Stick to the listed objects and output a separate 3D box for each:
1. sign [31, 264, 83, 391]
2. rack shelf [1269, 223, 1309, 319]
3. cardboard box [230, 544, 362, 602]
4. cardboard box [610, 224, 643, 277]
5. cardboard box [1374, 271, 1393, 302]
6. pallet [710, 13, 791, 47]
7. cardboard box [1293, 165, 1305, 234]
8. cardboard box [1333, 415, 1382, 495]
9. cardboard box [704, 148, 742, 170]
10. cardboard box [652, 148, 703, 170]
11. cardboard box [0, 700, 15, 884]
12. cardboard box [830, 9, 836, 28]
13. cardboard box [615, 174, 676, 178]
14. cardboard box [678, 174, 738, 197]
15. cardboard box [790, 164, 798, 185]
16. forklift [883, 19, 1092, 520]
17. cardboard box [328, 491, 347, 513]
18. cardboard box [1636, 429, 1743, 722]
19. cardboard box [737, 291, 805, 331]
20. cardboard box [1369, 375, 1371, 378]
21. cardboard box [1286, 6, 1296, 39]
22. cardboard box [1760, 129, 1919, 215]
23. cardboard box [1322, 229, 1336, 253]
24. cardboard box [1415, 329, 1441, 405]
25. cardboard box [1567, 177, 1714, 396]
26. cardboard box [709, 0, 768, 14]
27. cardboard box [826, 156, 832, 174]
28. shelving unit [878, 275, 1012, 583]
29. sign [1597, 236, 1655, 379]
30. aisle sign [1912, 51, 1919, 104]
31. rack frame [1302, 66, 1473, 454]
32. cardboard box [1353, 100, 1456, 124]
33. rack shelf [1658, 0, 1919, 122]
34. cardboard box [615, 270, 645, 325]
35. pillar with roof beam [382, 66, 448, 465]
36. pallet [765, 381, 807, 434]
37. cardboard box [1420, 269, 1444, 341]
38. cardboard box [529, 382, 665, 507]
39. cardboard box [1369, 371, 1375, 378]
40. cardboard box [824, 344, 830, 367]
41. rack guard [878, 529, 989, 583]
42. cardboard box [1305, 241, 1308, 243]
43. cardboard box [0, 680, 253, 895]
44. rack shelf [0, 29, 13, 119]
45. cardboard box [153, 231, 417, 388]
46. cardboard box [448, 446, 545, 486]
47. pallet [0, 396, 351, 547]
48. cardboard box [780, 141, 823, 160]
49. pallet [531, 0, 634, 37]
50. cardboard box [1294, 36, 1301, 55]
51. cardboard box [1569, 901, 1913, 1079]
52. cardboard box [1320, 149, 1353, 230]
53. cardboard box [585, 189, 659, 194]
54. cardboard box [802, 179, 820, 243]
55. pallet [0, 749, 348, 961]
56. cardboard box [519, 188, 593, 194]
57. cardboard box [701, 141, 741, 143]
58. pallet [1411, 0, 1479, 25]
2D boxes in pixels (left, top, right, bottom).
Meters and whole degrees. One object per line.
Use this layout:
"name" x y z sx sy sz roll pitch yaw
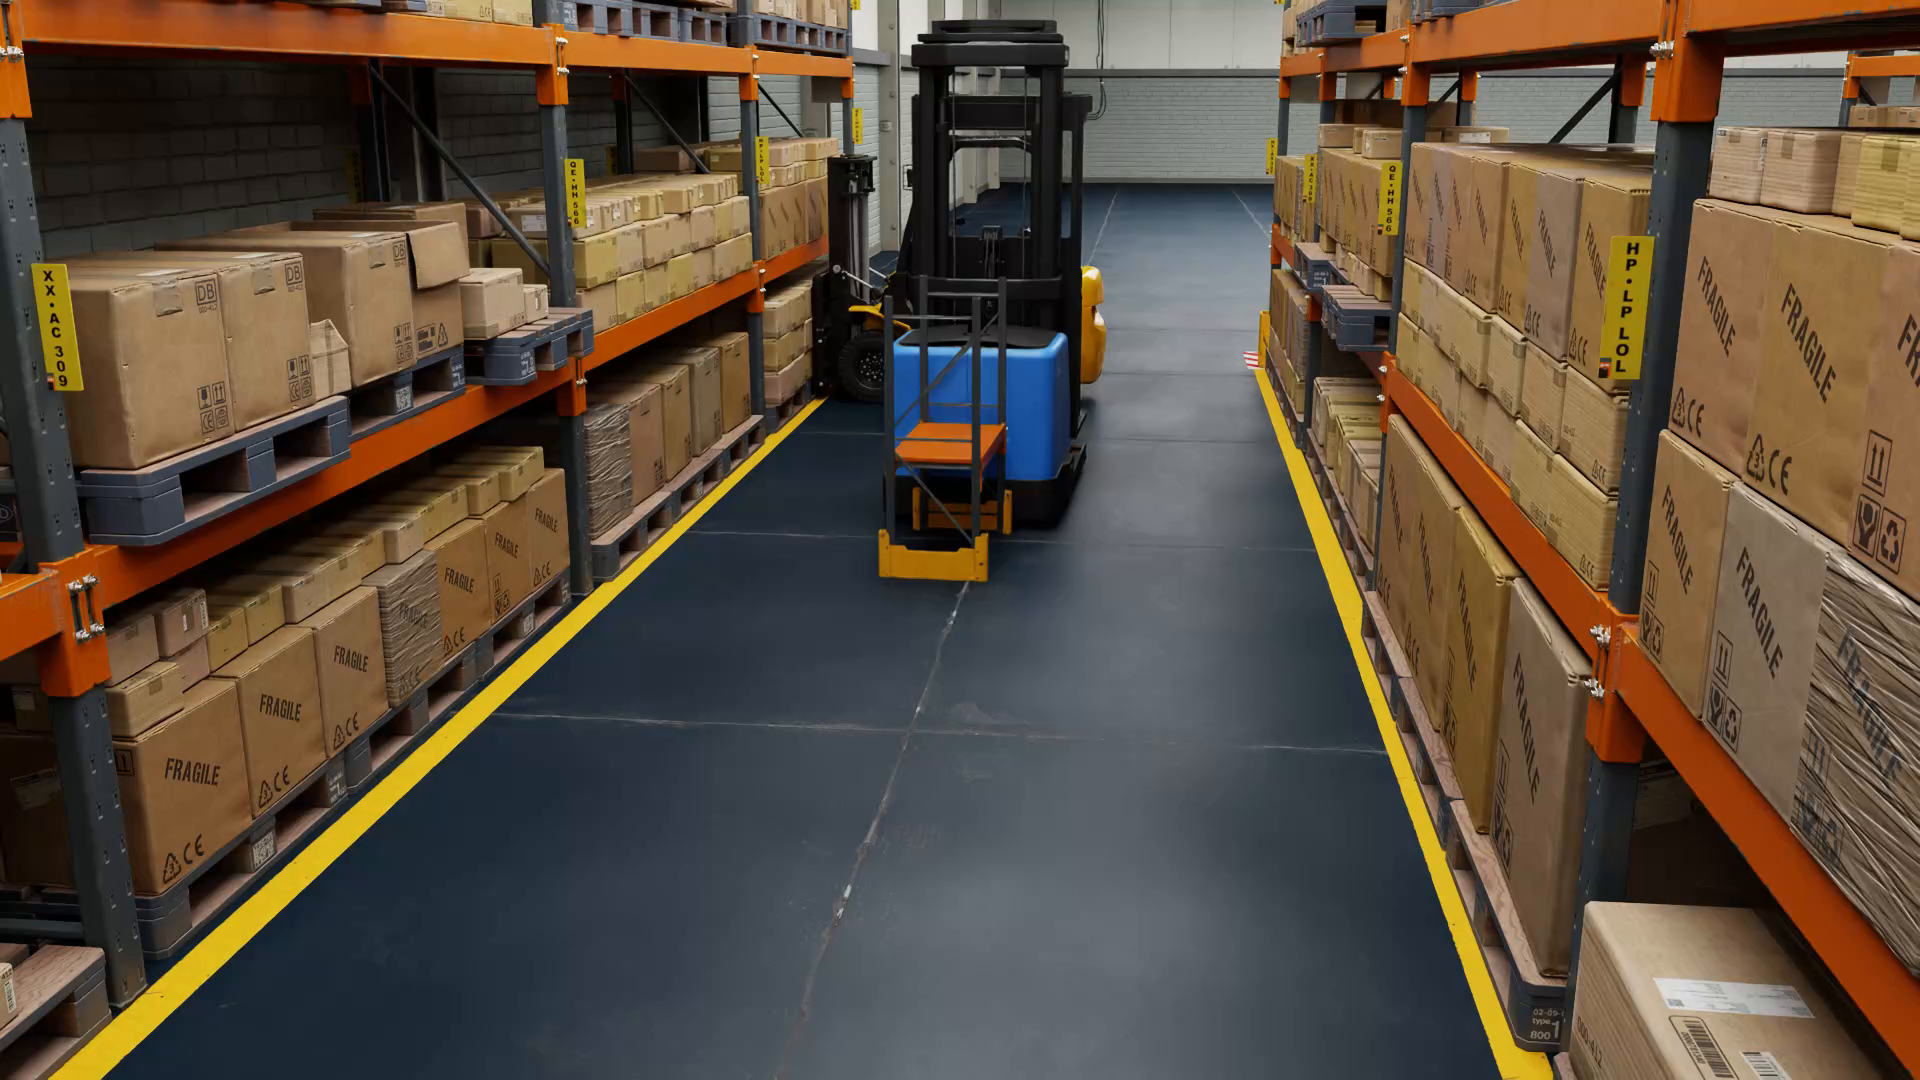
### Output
"sign" -2.323 -0.545 4.274 0.100 0.325 0.005 2 15 6
"rack shelf" 3.198 -2.243 13.587 1.077 0.370 4.000 2 15 6
"cardboard box" -2.473 0.124 6.200 0.380 0.149 0.250 2 15 8
"cardboard box" -2.061 -1.586 9.109 0.500 0.250 0.500 2 15 8
"cardboard box" 2.282 -1.279 8.321 0.380 0.149 0.250 2 15 7
"pallet" -1.890 -3.844 12.553 1.003 0.211 1.213 2 15 6
"cardboard box" 2.880 -2.654 12.969 0.500 0.500 0.500 2 15 8
"cardboard box" 2.761 -0.502 10.003 0.950 0.372 0.625 2 15 8
"cardboard box" -1.707 -2.866 12.511 0.380 0.149 0.250 2 15 7
"cardboard box" -2.155 -2.877 12.551 0.380 0.149 0.250 1 15 5
"cardboard box" -3.102 0.726 5.213 0.500 0.500 0.500 2 15 6
"cardboard box" -1.301 -4.608 14.694 0.380 0.149 0.250 1 15 5
"cardboard box" -2.213 -2.493 11.700 0.380 0.149 0.250 1 15 5
"cardboard box" -1.778 -2.483 11.662 0.380 0.149 0.250 2 15 8
"cardboard box" -1.501 -2.918 13.273 0.380 0.149 0.250 2 15 6
"forklift" 0.275 -1.870 10.964 1.130 2.935 3.031 2 15 9
"cardboard box" -2.908 -0.159 7.246 0.380 0.149 0.250 1 15 4
"cardboard box" 1.756 0.070 3.467 0.500 0.500 0.500 2 15 8
"cardboard box" -1.526 -1.823 13.205 0.500 0.250 0.500 2 15 6
"cardboard box" 3.307 -1.092 12.415 0.500 0.250 0.500 1 15 4
"cardboard box" 3.035 -4.375 14.065 0.500 0.250 0.500 1 15 5
"cardboard box" 1.763 -0.699 3.151 0.380 0.149 0.250 2 15 7
"cardboard box" 2.559 -1.954 10.818 0.380 0.149 0.250 2 15 7
"cardboard box" 2.175 -0.708 6.821 0.500 0.250 0.500 1 15 5
"cardboard box" 1.870 -0.650 4.214 0.500 0.500 0.500 2 15 8
"cardboard box" -1.608 -3.901 12.083 0.380 0.149 0.250 2 15 7
"cardboard box" -1.359 -3.384 14.997 0.380 0.149 0.250 2 15 7
"shelving unit" -0.064 -0.648 9.187 0.587 1.500 1.083 2 15 9
"sign" 1.529 -0.530 3.810 0.100 0.325 0.005 2 15 6
"aisle sign" 8.659 -4.253 14.665 0.394 0.787 0.004 2 15 6
"rack frame" 2.972 -2.071 11.575 1.000 3.000 0.127 2 15 6
"cardboard box" 3.400 -3.115 12.757 0.700 0.500 0.500 1 15 5
"rack shelf" 1.844 -0.578 1.685 1.077 0.370 4.000 2 15 6
"cardboard box" -2.057 -1.345 9.176 0.500 0.250 0.500 1 15 5
"pillar with roof beam" 1.117 -4.313 8.372 9.100 9.000 0.400 2 15 6
"pallet" -1.829 -1.075 13.234 1.003 0.211 1.213 2 15 6
"cardboard box" 2.159 -0.944 6.738 0.500 0.250 0.500 2 15 8
"cardboard box" -2.262 -0.566 9.755 0.875 0.625 0.625 2 15 8
"cardboard box" 3.307 -1.454 12.317 0.500 0.500 0.500 2 15 9
"cardboard box" -1.415 -1.604 14.312 0.500 0.250 0.500 2 15 8
"rack guard" -0.142 0.083 8.875 0.587 0.250 0.087 2 15 9
"cardboard box" 2.727 -2.107 12.189 0.380 0.149 0.250 2 15 8
"cardboard box" -2.585 0.744 5.149 0.500 0.500 0.500 2 15 9
"rack shelf" -3.089 -0.723 2.223 1.077 0.370 4.000 2 15 6
"cardboard box" -2.439 -0.849 6.060 0.700 0.500 0.500 2 15 6
"cardboard box" -2.216 -0.352 7.961 0.380 0.149 0.250 1 15 4
"pallet" -2.664 -0.253 5.218 1.003 0.211 1.213 2 15 6
"cardboard box" -1.384 -3.326 14.210 0.380 0.149 0.250 2 15 7
"pallet" -2.424 -2.714 8.569 1.213 0.211 1.003 2 15 9
"cardboard box" 2.921 -4.024 13.530 0.380 0.149 0.250 2 15 7
"cardboard box" 1.892 1.198 3.591 0.875 0.438 0.875 1 15 5
"cardboard box" 2.578 -2.223 10.569 0.500 0.500 0.500 2 15 6
"cardboard box" -2.015 -2.020 9.950 0.380 0.149 0.250 2 15 6
"cardboard box" -1.475 -2.769 13.963 0.500 0.500 0.500 2 15 7
"pallet" -2.809 0.993 5.587 1.003 0.211 1.213 2 15 6
"cardboard box" -2.422 -2.029 9.986 0.380 0.149 0.250 2 15 8
"cardboard box" -2.013 -3.344 14.279 0.380 0.149 0.250 1 15 5
"pallet" 2.501 -2.222 6.748 1.213 0.211 1.003 2 15 9
